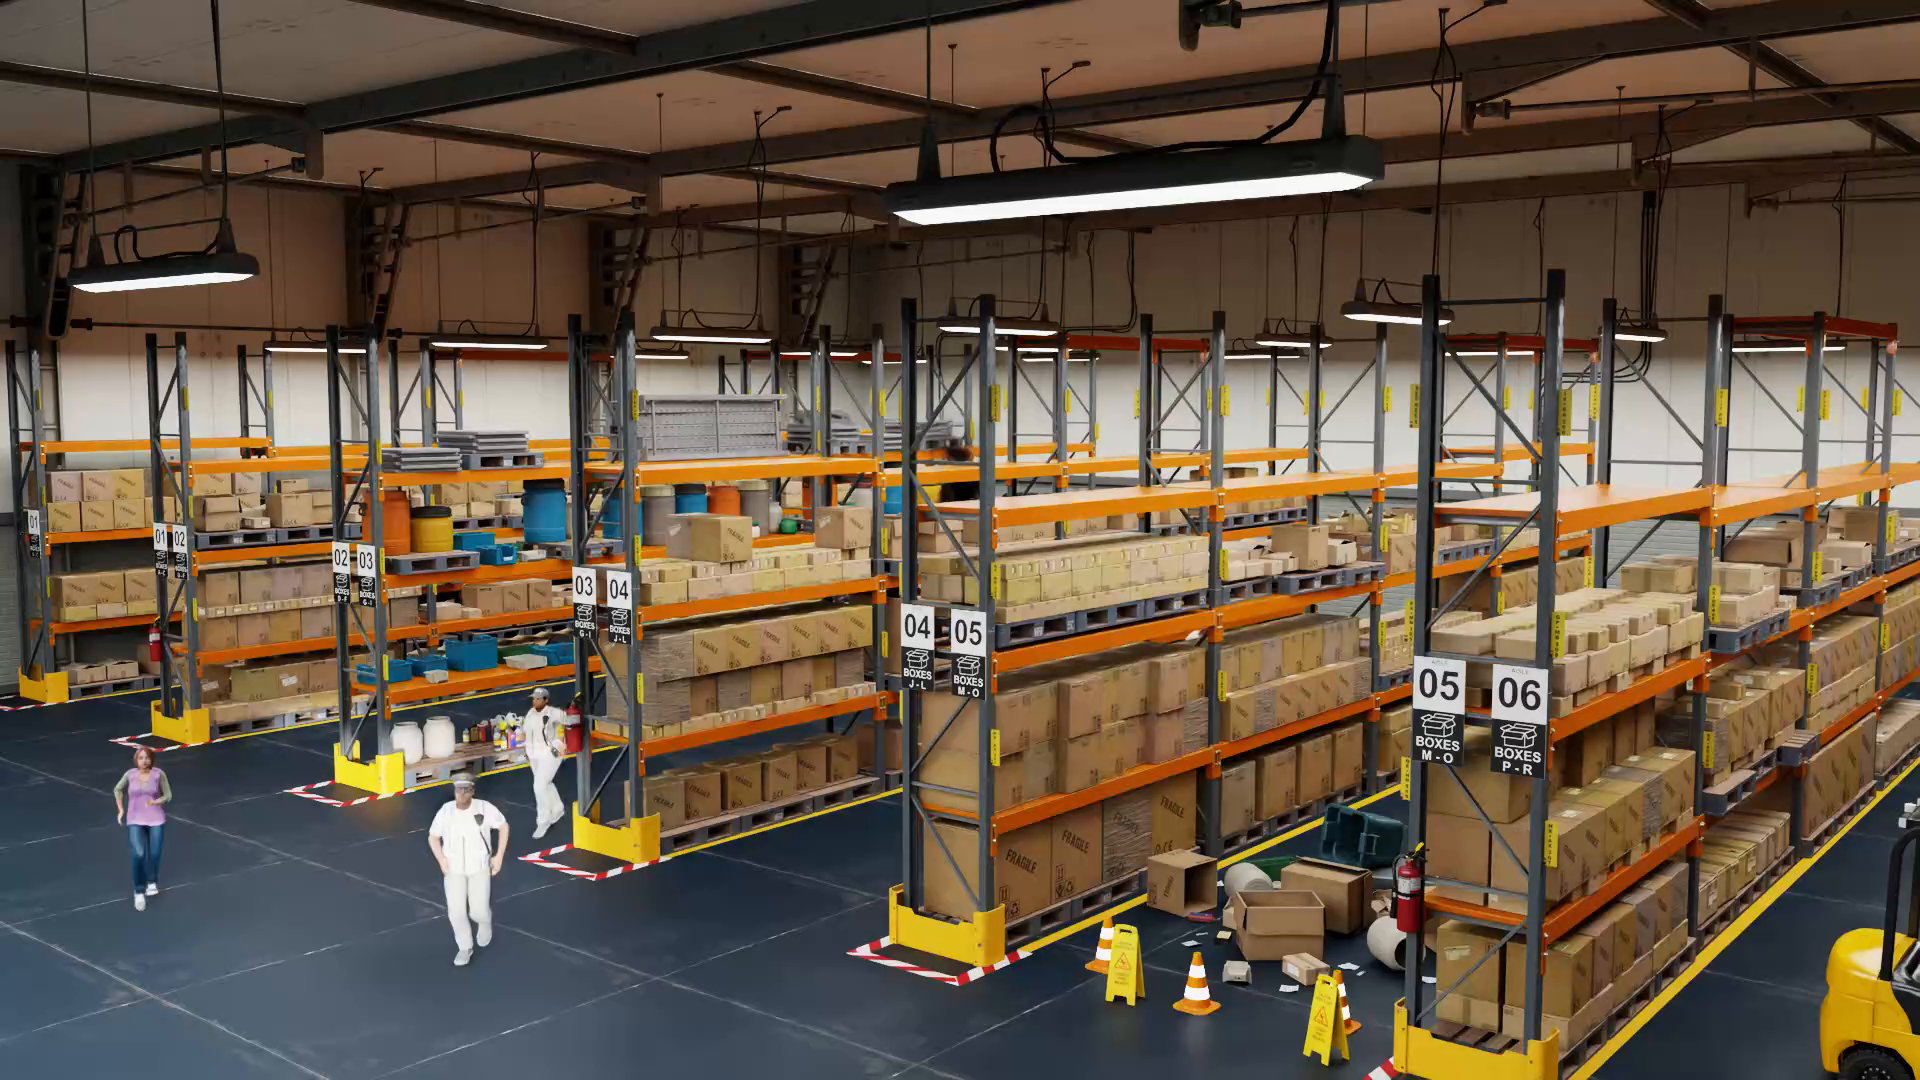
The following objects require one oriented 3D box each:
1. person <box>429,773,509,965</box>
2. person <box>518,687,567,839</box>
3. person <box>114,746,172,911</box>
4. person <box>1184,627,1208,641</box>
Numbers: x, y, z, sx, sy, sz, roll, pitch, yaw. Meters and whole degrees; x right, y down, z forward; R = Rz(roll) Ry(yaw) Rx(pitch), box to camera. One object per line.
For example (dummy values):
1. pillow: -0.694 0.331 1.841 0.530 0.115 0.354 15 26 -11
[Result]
1. person: -4.452 2.947 15.076 0.699 1.739 0.616 -1 5 -11
2. person: -4.876 2.575 19.509 0.615 1.713 0.727 3 6 31
3. person: -8.165 2.883 16.661 0.502 1.605 0.694 -3 6 -31
4. person: 3.651 2.008 25.037 0.714 1.755 1.049 3 6 34
